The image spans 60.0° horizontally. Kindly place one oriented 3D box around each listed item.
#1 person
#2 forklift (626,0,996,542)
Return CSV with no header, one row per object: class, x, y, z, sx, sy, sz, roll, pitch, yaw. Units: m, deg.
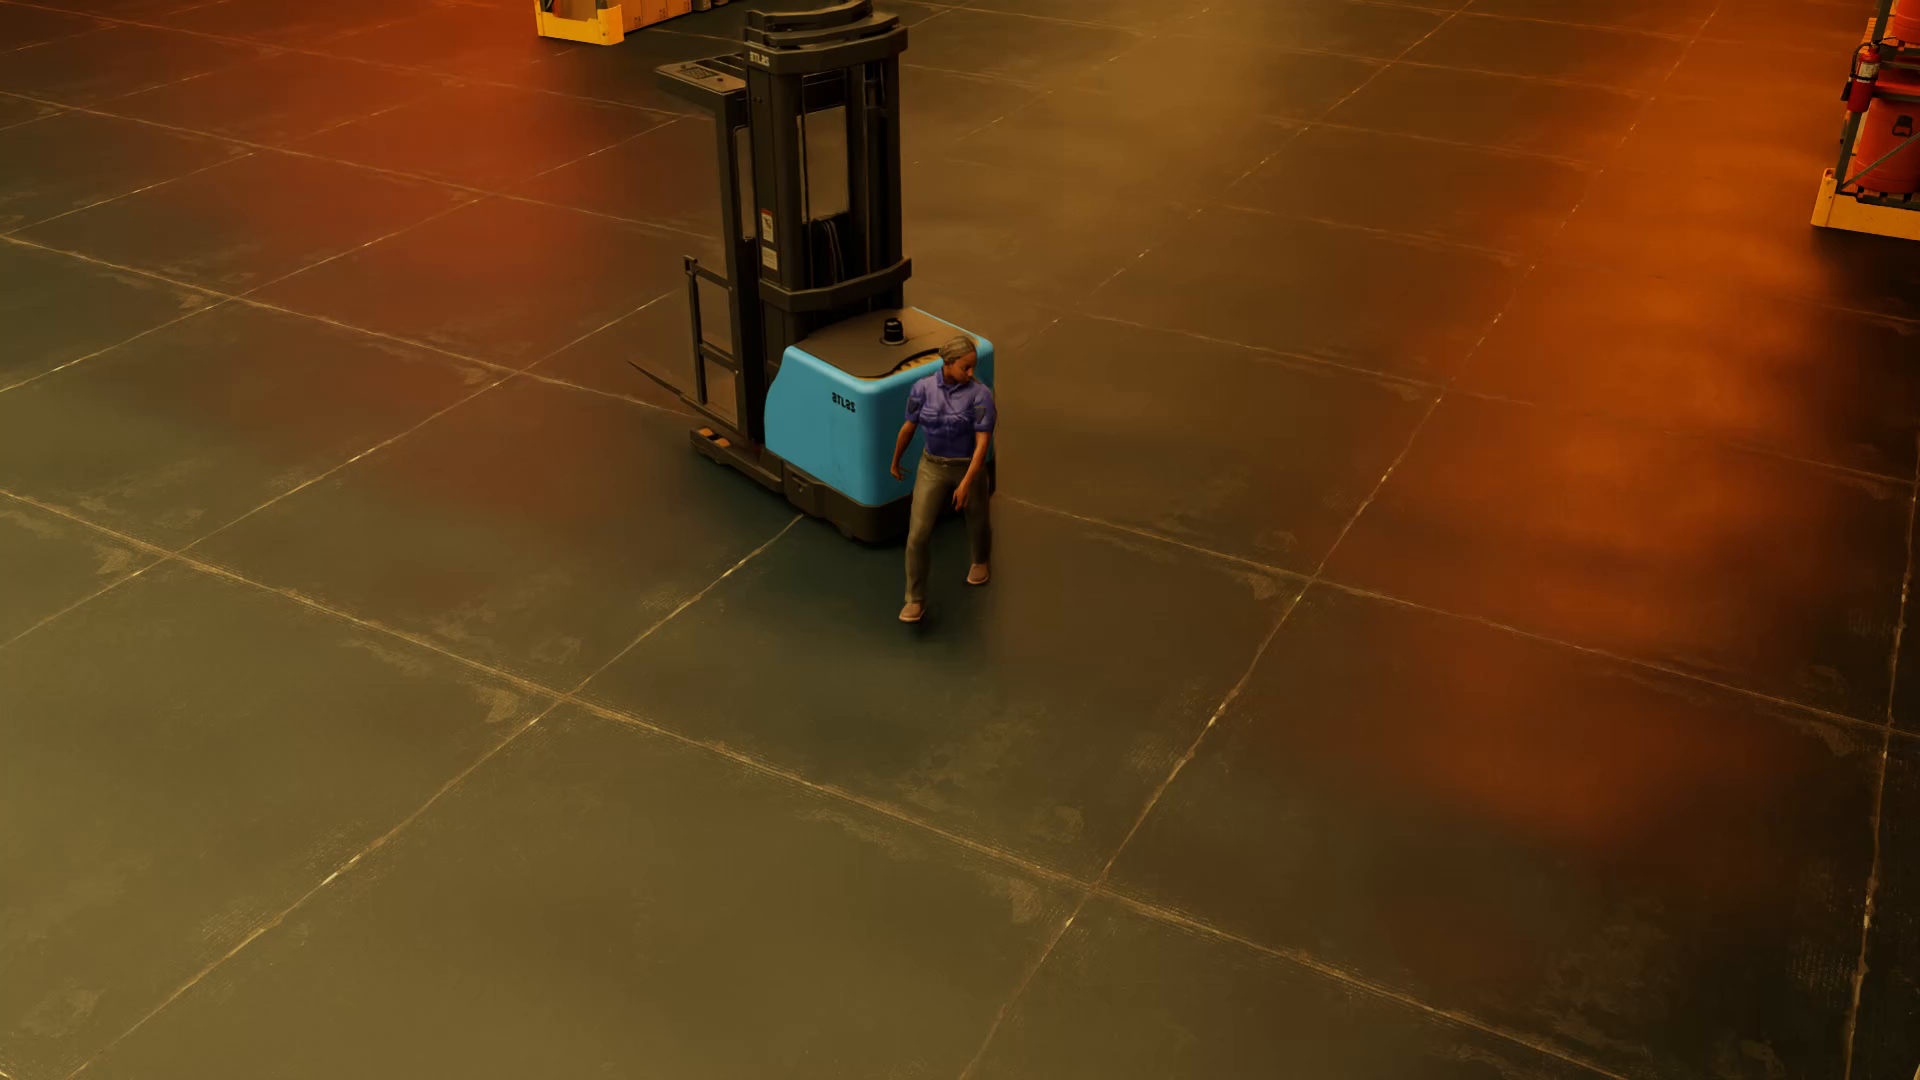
person,-0.103,-0.353,9.040,0.597,1.588,0.827,3,30,5
forklift,-1.127,-1.913,10.386,1.130,2.935,3.031,-24,37,-35
